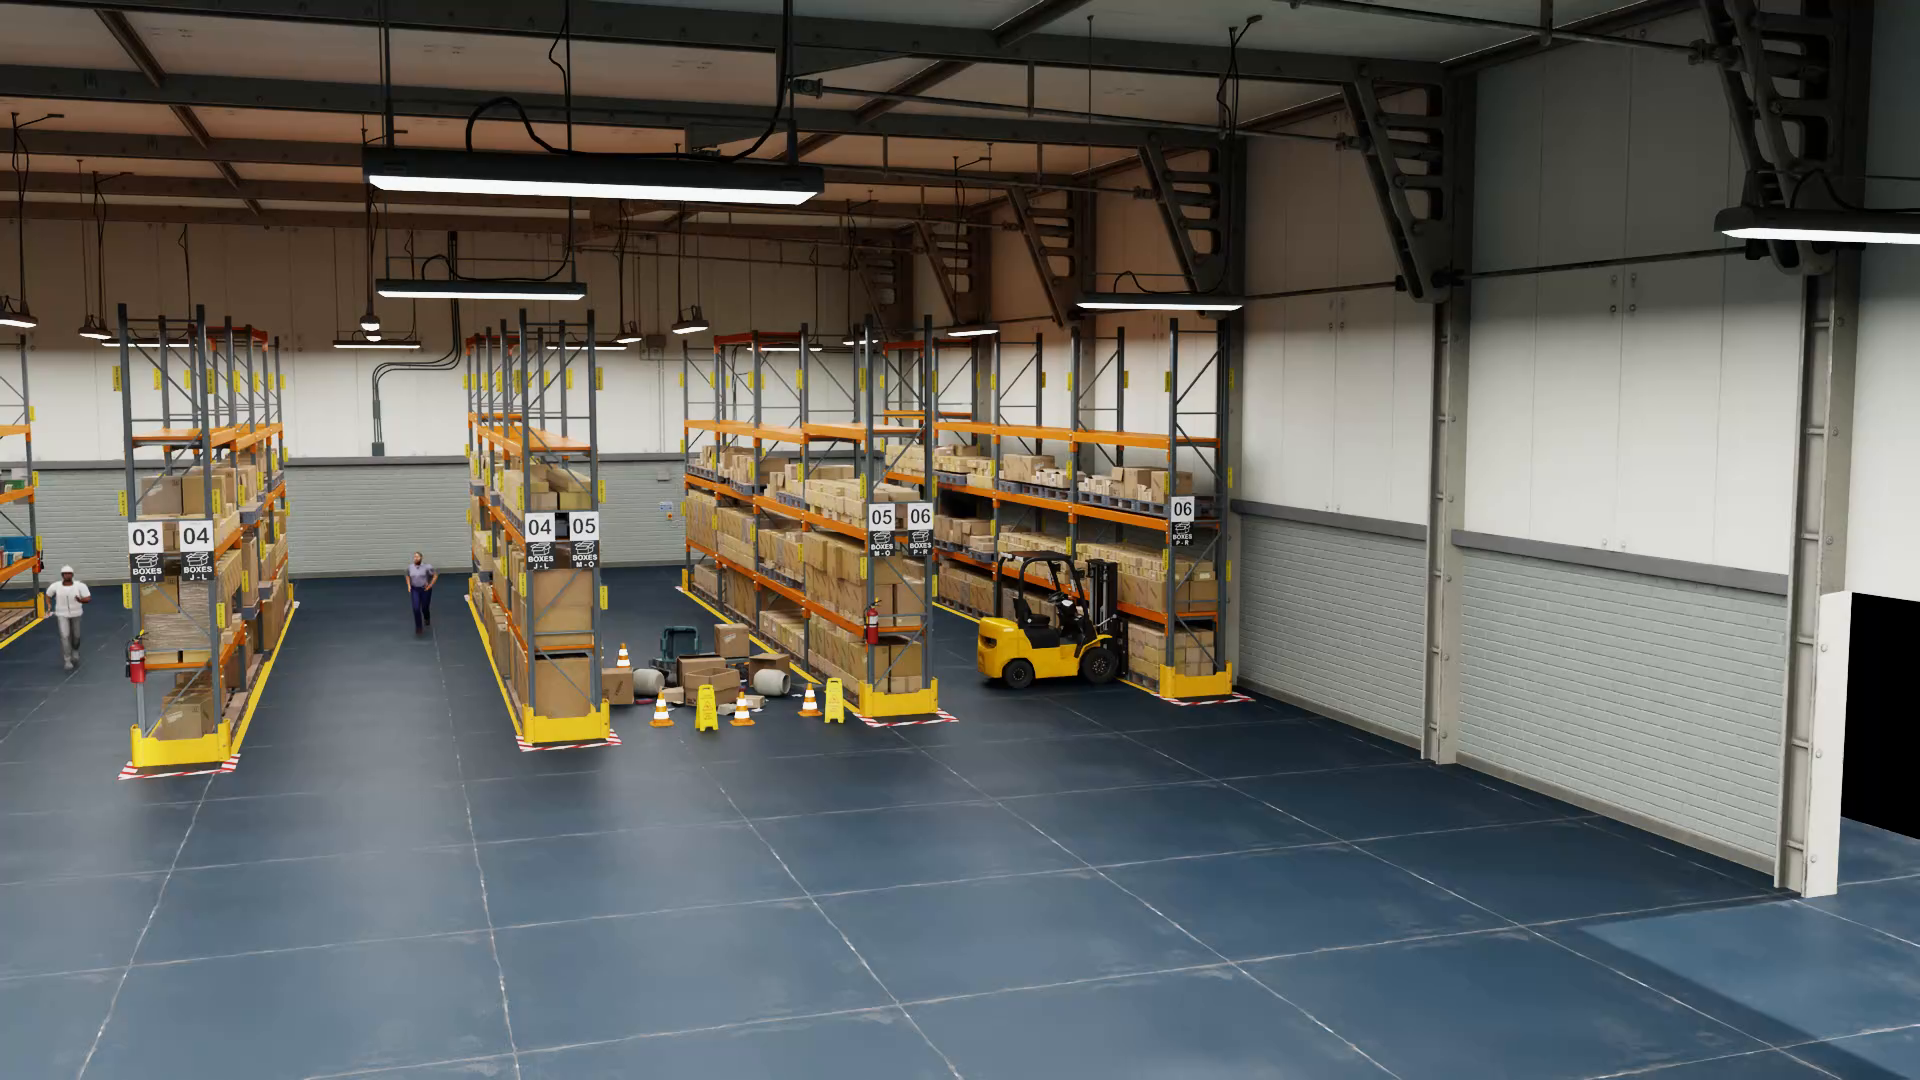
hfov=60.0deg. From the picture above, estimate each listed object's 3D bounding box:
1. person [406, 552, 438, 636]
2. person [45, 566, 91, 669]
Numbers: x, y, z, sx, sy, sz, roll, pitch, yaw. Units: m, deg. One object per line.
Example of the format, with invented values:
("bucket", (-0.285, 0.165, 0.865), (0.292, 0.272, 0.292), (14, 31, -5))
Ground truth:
("person", (-10.751, 1.058, 33.233), (0.625, 1.667, 0.706), (0, 5, -5))
("person", (-15.640, 1.326, 29.197), (0.699, 1.755, 0.987), (-3, 6, -32))
